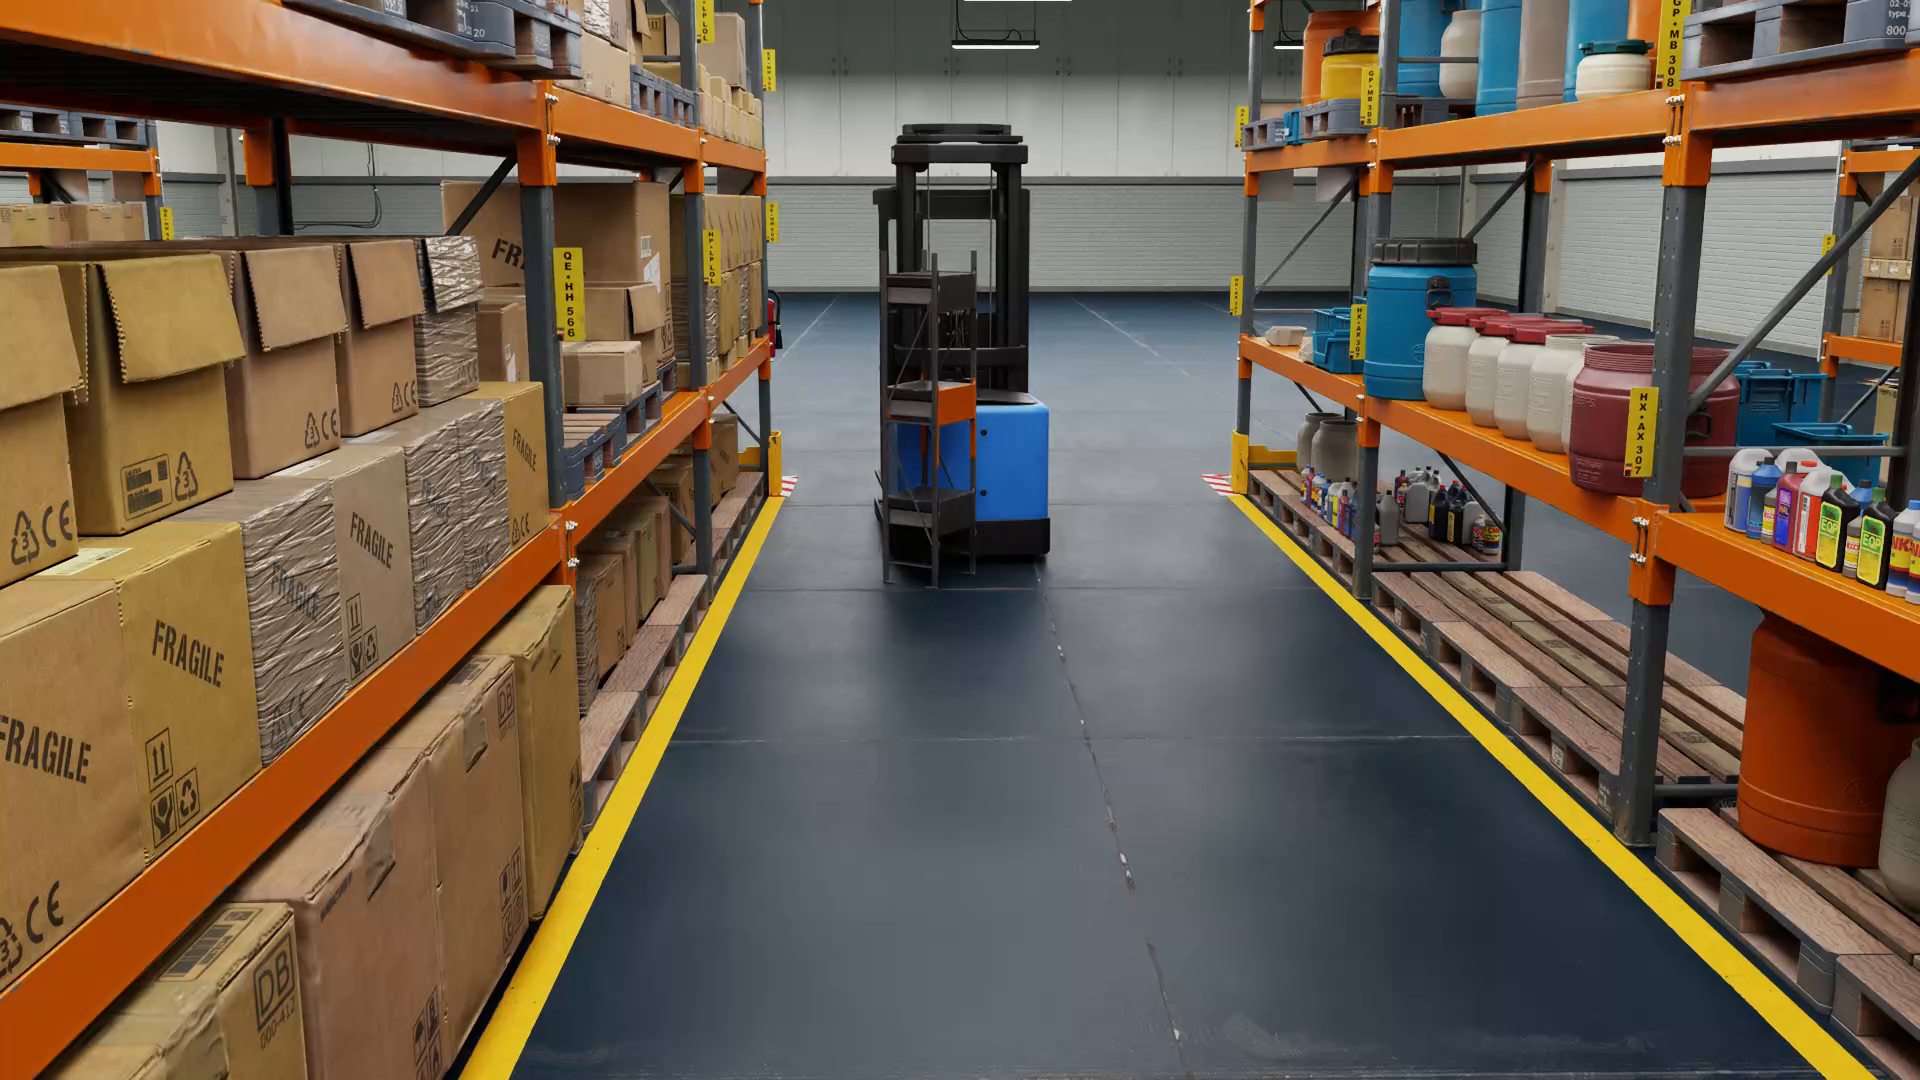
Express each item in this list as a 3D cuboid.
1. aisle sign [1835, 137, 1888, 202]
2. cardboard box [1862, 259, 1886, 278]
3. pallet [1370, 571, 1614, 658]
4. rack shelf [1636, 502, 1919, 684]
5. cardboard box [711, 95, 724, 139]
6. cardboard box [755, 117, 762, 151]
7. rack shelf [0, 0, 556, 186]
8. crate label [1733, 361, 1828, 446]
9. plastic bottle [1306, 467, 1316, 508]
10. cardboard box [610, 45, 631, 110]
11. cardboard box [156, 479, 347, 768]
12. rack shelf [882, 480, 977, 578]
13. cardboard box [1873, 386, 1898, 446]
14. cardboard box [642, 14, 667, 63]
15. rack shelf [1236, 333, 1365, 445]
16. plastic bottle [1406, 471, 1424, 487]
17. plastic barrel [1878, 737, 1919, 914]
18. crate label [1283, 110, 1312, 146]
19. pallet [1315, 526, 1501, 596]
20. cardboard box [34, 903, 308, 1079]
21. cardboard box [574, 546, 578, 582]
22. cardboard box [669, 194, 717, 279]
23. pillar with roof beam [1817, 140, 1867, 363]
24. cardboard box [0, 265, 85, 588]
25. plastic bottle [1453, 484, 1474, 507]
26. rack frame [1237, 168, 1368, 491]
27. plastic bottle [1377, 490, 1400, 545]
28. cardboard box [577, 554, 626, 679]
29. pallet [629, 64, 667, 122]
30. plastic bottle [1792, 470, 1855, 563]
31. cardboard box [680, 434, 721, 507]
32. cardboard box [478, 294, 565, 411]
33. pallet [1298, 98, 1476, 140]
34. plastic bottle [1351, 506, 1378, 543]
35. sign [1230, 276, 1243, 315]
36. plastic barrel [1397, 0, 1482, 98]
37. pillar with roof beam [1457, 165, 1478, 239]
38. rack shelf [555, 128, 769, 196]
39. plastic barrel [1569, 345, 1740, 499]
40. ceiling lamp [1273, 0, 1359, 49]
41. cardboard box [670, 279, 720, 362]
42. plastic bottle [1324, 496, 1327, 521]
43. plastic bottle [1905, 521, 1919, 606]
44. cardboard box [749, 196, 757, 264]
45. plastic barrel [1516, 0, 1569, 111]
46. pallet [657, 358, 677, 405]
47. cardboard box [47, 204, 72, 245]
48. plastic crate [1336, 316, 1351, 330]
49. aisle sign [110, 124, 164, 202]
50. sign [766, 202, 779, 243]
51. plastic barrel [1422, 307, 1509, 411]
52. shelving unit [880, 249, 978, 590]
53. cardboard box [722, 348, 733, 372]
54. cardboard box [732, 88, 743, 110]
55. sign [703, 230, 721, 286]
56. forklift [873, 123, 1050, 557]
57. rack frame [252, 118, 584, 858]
[{"bbox_3d":[7.500,-3.210,13.800,0.394,0.787,0.004,0,11,-1],"label":"aisle sign"},{"bbox_3d":[7.601,-2.212,13.537,0.380,0.149,0.250,0,11,-2],"label":"cardboard box"},{"bbox_3d":[2.993,0.413,9.493,1.003,0.211,1.213,0,11,-1],"label":"pallet"},{"bbox_3d":[3.062,0.436,4.177,1.077,0.370,4.000,0,11,-1],"label":"rack shelf"},{"bbox_3d":[-1.783,-2.681,10.565,0.500,0.250,0.500,0,11,-2],"label":"cardboard box"},{"bbox_3d":[-1.833,-3.186,13.052,0.500,0.250,0.500,0,11,0],"label":"cardboard box"},{"bbox_3d":[-1.890,-1.014,3.778,1.077,0.370,4.000,0,11,-1],"label":"rack shelf"},{"bbox_3d":[3.271,-0.530,7.040,0.502,0.435,0.616,0,11,-1],"label":"crate label"},{"bbox_3d":[2.568,-0.382,12.125,0.061,0.283,0.133,0,11,0],"label":"plastic bottle"},{"bbox_3d":[-1.717,-1.989,7.153,0.500,0.250,0.500,0,11,0],"label":"cardboard box"},{"bbox_3d":[-1.629,0.160,3.474,0.500,0.500,0.500,0,11,-2],"label":"cardboard box"},{"bbox_3d":[-0.196,-0.078,10.743,0.431,0.518,0.480,7,14,29],"label":"rack shelf"},{"bbox_3d":[7.609,-0.943,13.137,0.500,0.500,0.500,0,11,-1],"label":"cardboard box"},{"bbox_3d":[-2.336,-3.498,11.955,0.500,0.500,0.500,0,11,-1],"label":"cardboard box"},{"bbox_3d":[2.897,-1.155,12.015,1.077,0.370,4.000,0,11,-1],"label":"rack shelf"},{"bbox_3d":[3.309,-0.372,12.092,0.152,0.276,0.135,0,11,-1],"label":"plastic bottle"},{"bbox_3d":[3.149,0.908,5.240,0.421,0.512,0.421,0,11,0],"label":"plastic barrel"},{"bbox_3d":[2.564,-2.928,11.779,0.502,0.251,0.408,0,11,-1],"label":"crate label"},{"bbox_3d":[2.966,0.123,10.920,1.003,0.211,1.213,0,11,-1],"label":"pallet"},{"bbox_3d":[-1.882,1.209,2.841,1.225,0.875,0.875,0,11,-1],"label":"cardboard box"},{"bbox_3d":[-1.996,0.109,7.270,0.500,0.250,0.500,1,12,5],"label":"cardboard box"},{"bbox_3d":[-1.769,-1.865,10.191,0.500,0.500,0.500,0,11,-1],"label":"cardboard box"},{"bbox_3d":[9.088,-7.118,24.510,9.100,9.000,0.400,0,11,-1],"label":"pillar with roof beam"},{"bbox_3d":[-1.870,-0.167,2.561,0.797,0.503,0.637,-1,11,-3],"label":"cardboard box"},{"bbox_3d":[3.336,-0.189,11.003,0.144,0.351,0.185,0,11,0],"label":"plastic bottle"},{"bbox_3d":[2.855,-1.905,13.903,1.000,3.000,0.127,0,11,-1],"label":"rack frame"},{"bbox_3d":[2.781,-0.154,10.832,0.144,0.351,0.185,0,11,-1],"label":"plastic bottle"},{"bbox_3d":[-2.008,0.359,7.924,0.700,0.500,0.500,1,11,4],"label":"cardboard box"},{"bbox_3d":[-2.083,-2.138,7.981,1.213,0.211,1.003,0,11,-1],"label":"pallet"},{"bbox_3d":[2.716,-0.074,5.193,0.152,0.276,0.135,0,11,-1],"label":"plastic bottle"},{"bbox_3d":[-2.060,-0.498,12.199,0.500,0.500,0.500,1,11,4],"label":"cardboard box"},{"bbox_3d":[-2.094,-0.767,6.986,0.700,0.500,0.500,1,12,7],"label":"cardboard box"},{"bbox_3d":[2.825,-2.630,10.409,1.213,0.211,1.003,0,11,-1],"label":"pallet"},{"bbox_3d":[2.637,-0.154,10.829,0.144,0.351,0.185,-1,11,-3],"label":"plastic bottle"},{"bbox_3d":[2.305,-2.039,13.869,0.100,0.325,0.005,0,11,-1],"label":"sign"},{"bbox_3d":[3.025,-3.229,10.572,0.600,0.901,0.708,0,11,-1],"label":"plastic barrel"},{"bbox_3d":[8.716,-10.696,42.147,9.100,9.000,0.548,0,11,-1],"label":"pillar with roof beam"},{"bbox_3d":[-2.055,-2.604,11.617,1.077,0.370,4.000,0,11,-1],"label":"rack shelf"},{"bbox_3d":[2.708,-0.472,6.500,0.600,0.536,0.708,0,11,-1],"label":"plastic barrel"},{"bbox_3d":[8.140,-12.786,37.767,2.000,3.185,0.800,0,11,-1],"label":"ceiling lamp"},{"bbox_3d":[-1.961,-1.374,10.286,0.875,0.500,0.500,0,11,-1],"label":"cardboard box"},{"bbox_3d":[2.597,-0.239,11.623,0.097,0.201,0.097,0,11,0],"label":"plastic bottle"},{"bbox_3d":[2.701,0.043,4.627,0.097,0.271,0.097,0,11,0],"label":"plastic bottle"},{"bbox_3d":[-1.822,-2.361,12.640,0.500,0.500,0.500,0,11,-1],"label":"cardboard box"},{"bbox_3d":[3.179,-2.595,8.501,0.600,0.901,0.600,0,11,0],"label":"plastic barrel"},{"bbox_3d":[-2.143,-0.843,9.151,1.003,0.211,1.213,0,11,-1],"label":"pallet"},{"bbox_3d":[-7.109,-2.192,12.226,0.875,0.550,0.550,0,11,-1],"label":"cardboard box"},{"bbox_3d":[3.173,-1.604,12.797,0.499,0.251,0.408,0,11,-1],"label":"plastic crate"},{"bbox_3d":[-6.759,-3.173,13.619,0.394,0.787,0.004,0,11,-1],"label":"aisle sign"},{"bbox_3d":[-1.541,-2.605,13.648,0.100,0.325,0.005,0,11,-1],"label":"sign"},{"bbox_3d":[2.739,-0.985,9.029,0.433,0.535,0.433,0,11,0],"label":"plastic barrel"},{"bbox_3d":[-0.194,-0.777,10.597,0.431,2.100,0.503,7,14,29],"label":"shelving unit"},{"bbox_3d":[-1.721,-1.209,11.106,0.380,0.149,0.250,0,11,-1],"label":"cardboard box"},{"bbox_3d":[-1.759,-3.164,11.939,0.380,0.149,0.250,-1,11,-4],"label":"cardboard box"},{"bbox_3d":[-1.459,-1.660,9.783,0.100,0.325,0.005,0,11,-1],"label":"sign"},{"bbox_3d":[-0.071,-1.559,12.374,1.130,2.935,3.031,-1,12,-6],"label":"forklift"},{"bbox_3d":[-1.931,-0.294,5.964,1.000,3.000,0.127,0,11,-1],"label":"rack frame"}]
